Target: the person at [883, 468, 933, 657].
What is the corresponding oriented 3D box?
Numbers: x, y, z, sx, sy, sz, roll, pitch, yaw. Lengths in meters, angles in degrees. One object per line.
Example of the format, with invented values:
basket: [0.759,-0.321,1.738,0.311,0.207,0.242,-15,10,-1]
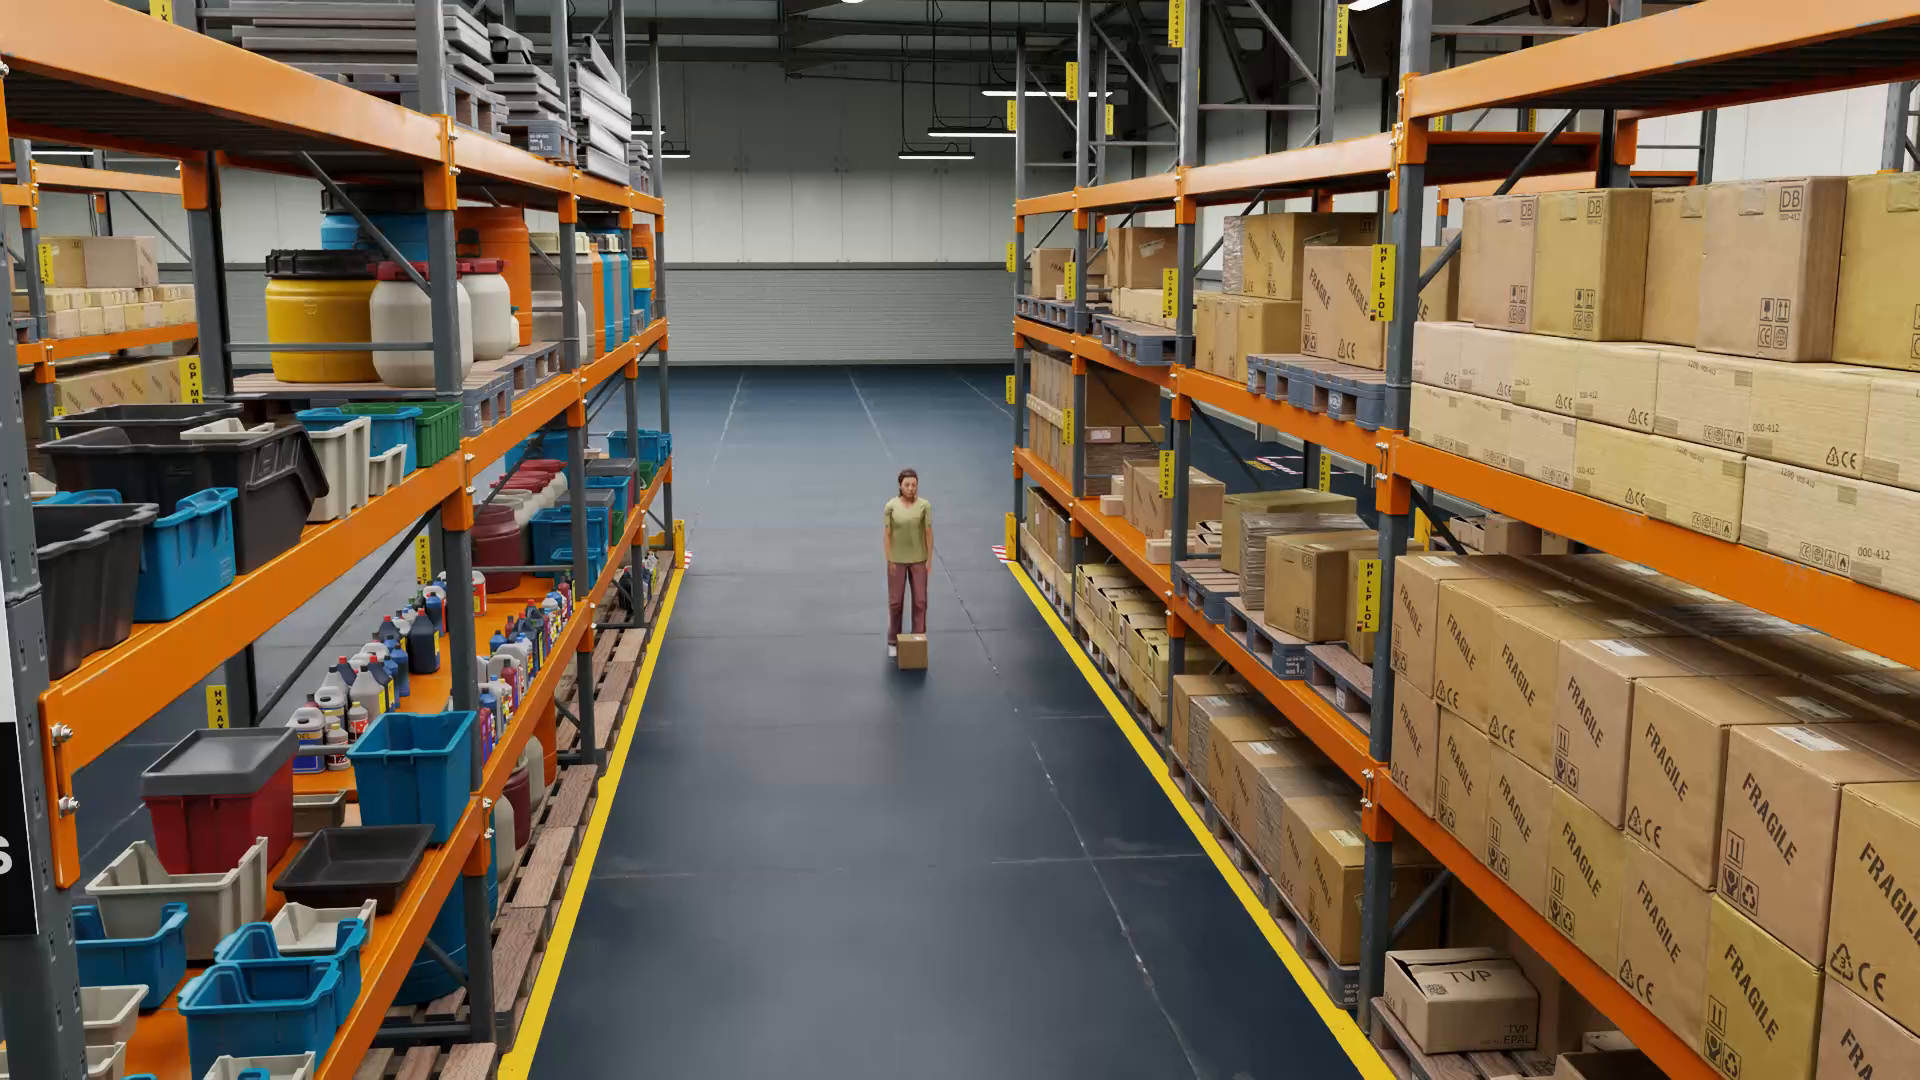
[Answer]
person: [-0.459,0.202,14.848,0.441,1.690,0.358,-1,10,-5]
